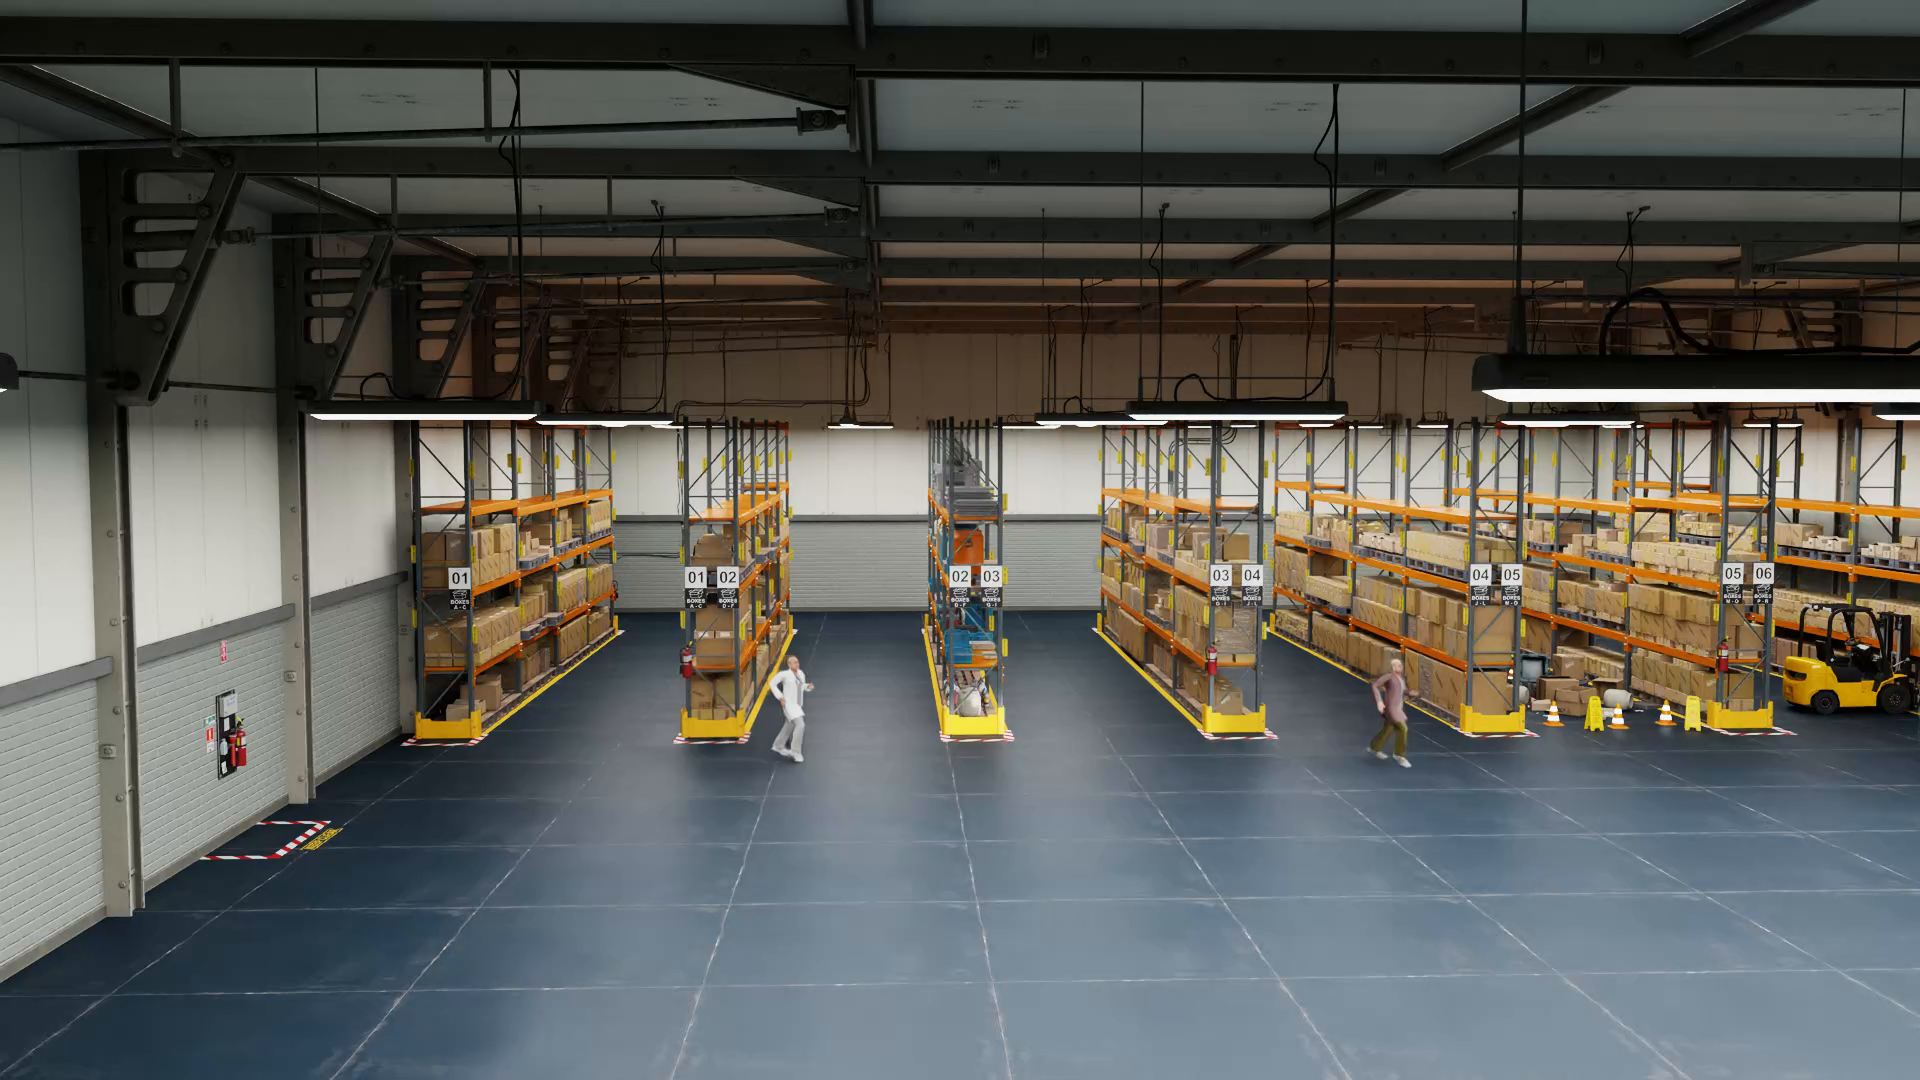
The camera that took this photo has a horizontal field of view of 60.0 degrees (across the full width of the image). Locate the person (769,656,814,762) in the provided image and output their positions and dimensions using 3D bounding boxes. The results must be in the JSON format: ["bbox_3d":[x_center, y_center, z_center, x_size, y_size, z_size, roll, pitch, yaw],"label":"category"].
[{"bbox_3d":[-2.934,2.953,29.103,0.847,1.857,0.665,2,4,29],"label":"person"}]

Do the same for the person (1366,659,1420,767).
[{"bbox_3d":[7.444,2.964,28.627,0.938,1.847,0.666,3,4,34],"label":"person"}]
